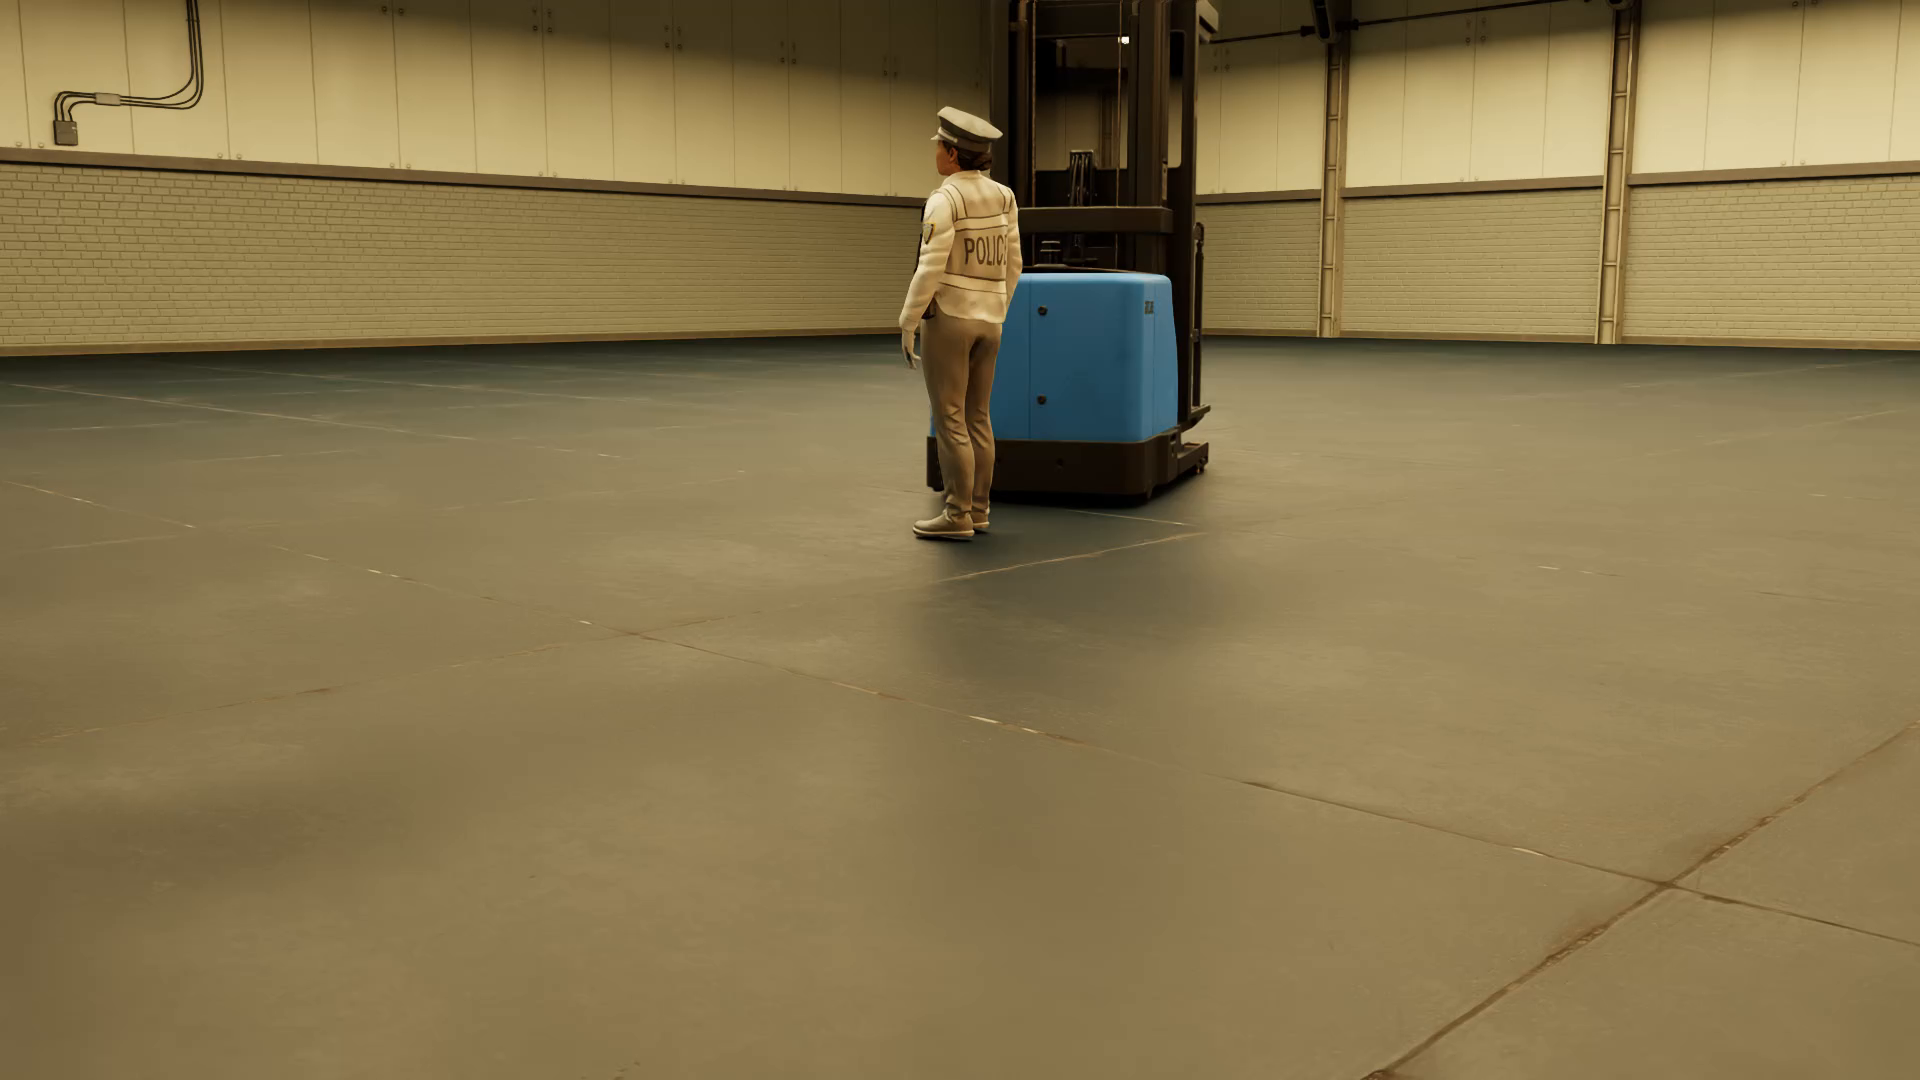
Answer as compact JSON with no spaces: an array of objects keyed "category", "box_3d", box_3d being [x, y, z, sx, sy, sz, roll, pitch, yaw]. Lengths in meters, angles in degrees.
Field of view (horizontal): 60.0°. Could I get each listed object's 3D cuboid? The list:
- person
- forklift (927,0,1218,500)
[{"category":"person","box_3d":[-0.045,-0.853,6.642,0.530,1.694,0.587,8,12,43]},{"category":"forklift","box_3d":[0.762,-1.819,8.955,1.130,2.935,3.031,3,9,17]}]
